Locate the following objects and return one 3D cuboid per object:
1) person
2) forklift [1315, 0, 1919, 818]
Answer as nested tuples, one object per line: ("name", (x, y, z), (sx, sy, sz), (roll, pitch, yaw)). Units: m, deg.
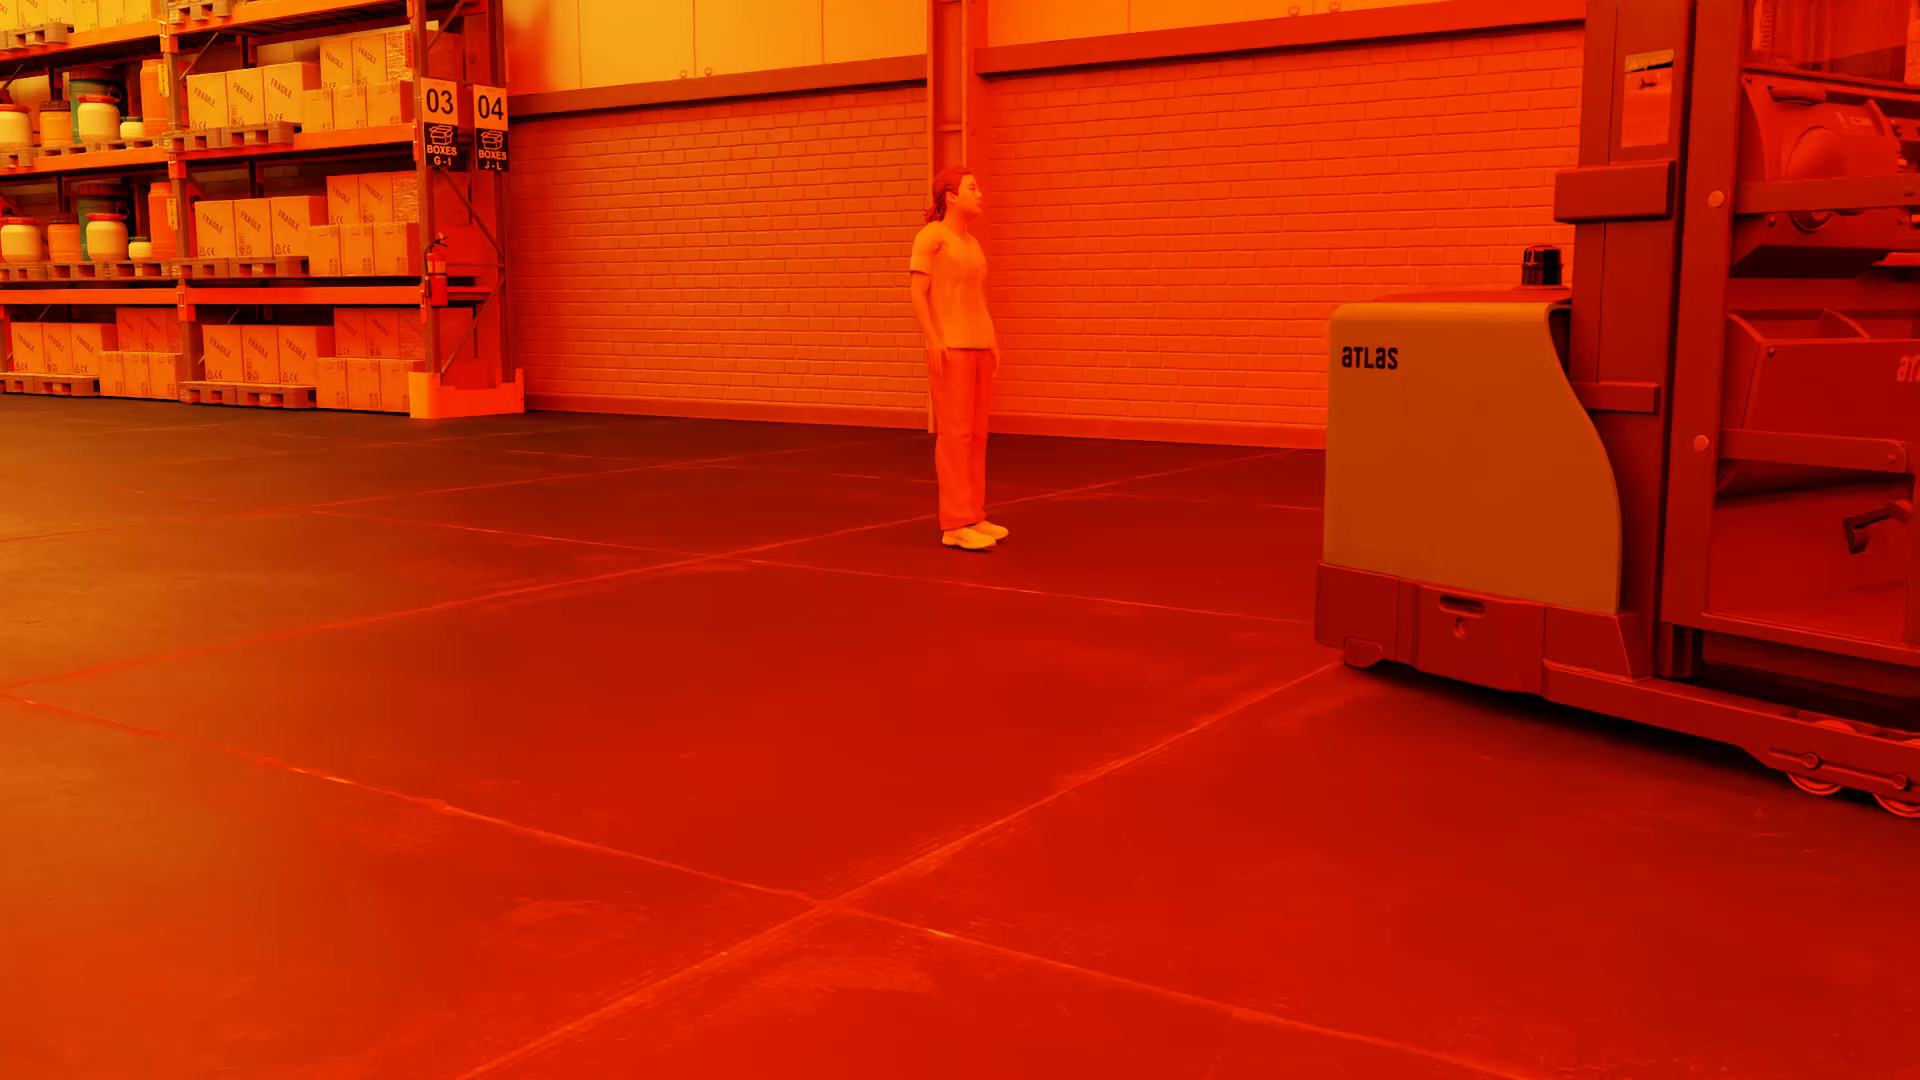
("person", (0.055, -0.830, 7.434), (0.548, 1.673, 0.553), (5, 10, 34))
("forklift", (2.282, -0.942, 3.818), (1.130, 2.935, 3.031), (-5, 10, -33))
